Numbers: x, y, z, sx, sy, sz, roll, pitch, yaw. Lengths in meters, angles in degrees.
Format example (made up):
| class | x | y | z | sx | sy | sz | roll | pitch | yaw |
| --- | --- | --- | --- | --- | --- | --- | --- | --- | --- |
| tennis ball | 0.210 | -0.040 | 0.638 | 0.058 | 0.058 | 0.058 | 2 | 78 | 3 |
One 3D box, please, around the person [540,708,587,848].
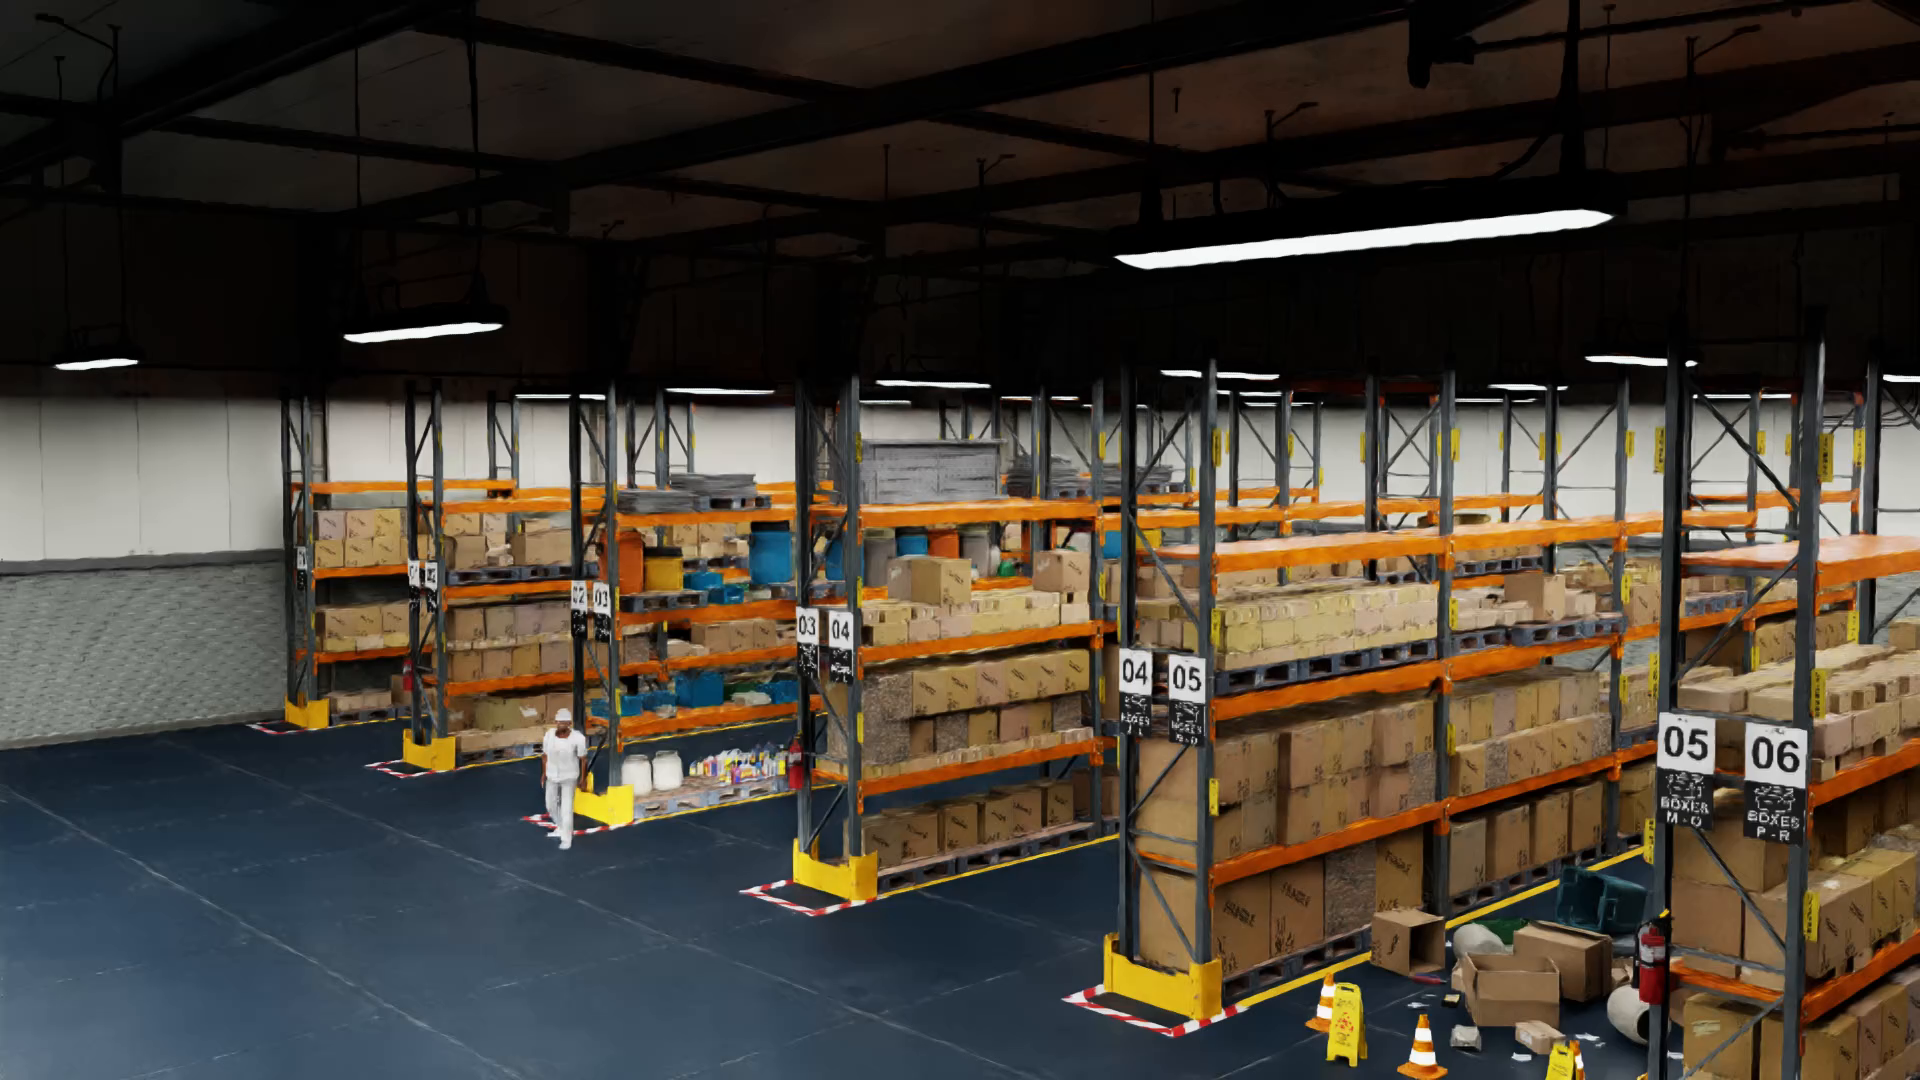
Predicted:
| class | x | y | z | sx | sy | sz | roll | pitch | yaw |
| --- | --- | --- | --- | --- | --- | --- | --- | --- | --- |
| person | -4.957 | 2.960 | 20.852 | 0.610 | 1.754 | 0.578 | 1 | 4 | 11 |
